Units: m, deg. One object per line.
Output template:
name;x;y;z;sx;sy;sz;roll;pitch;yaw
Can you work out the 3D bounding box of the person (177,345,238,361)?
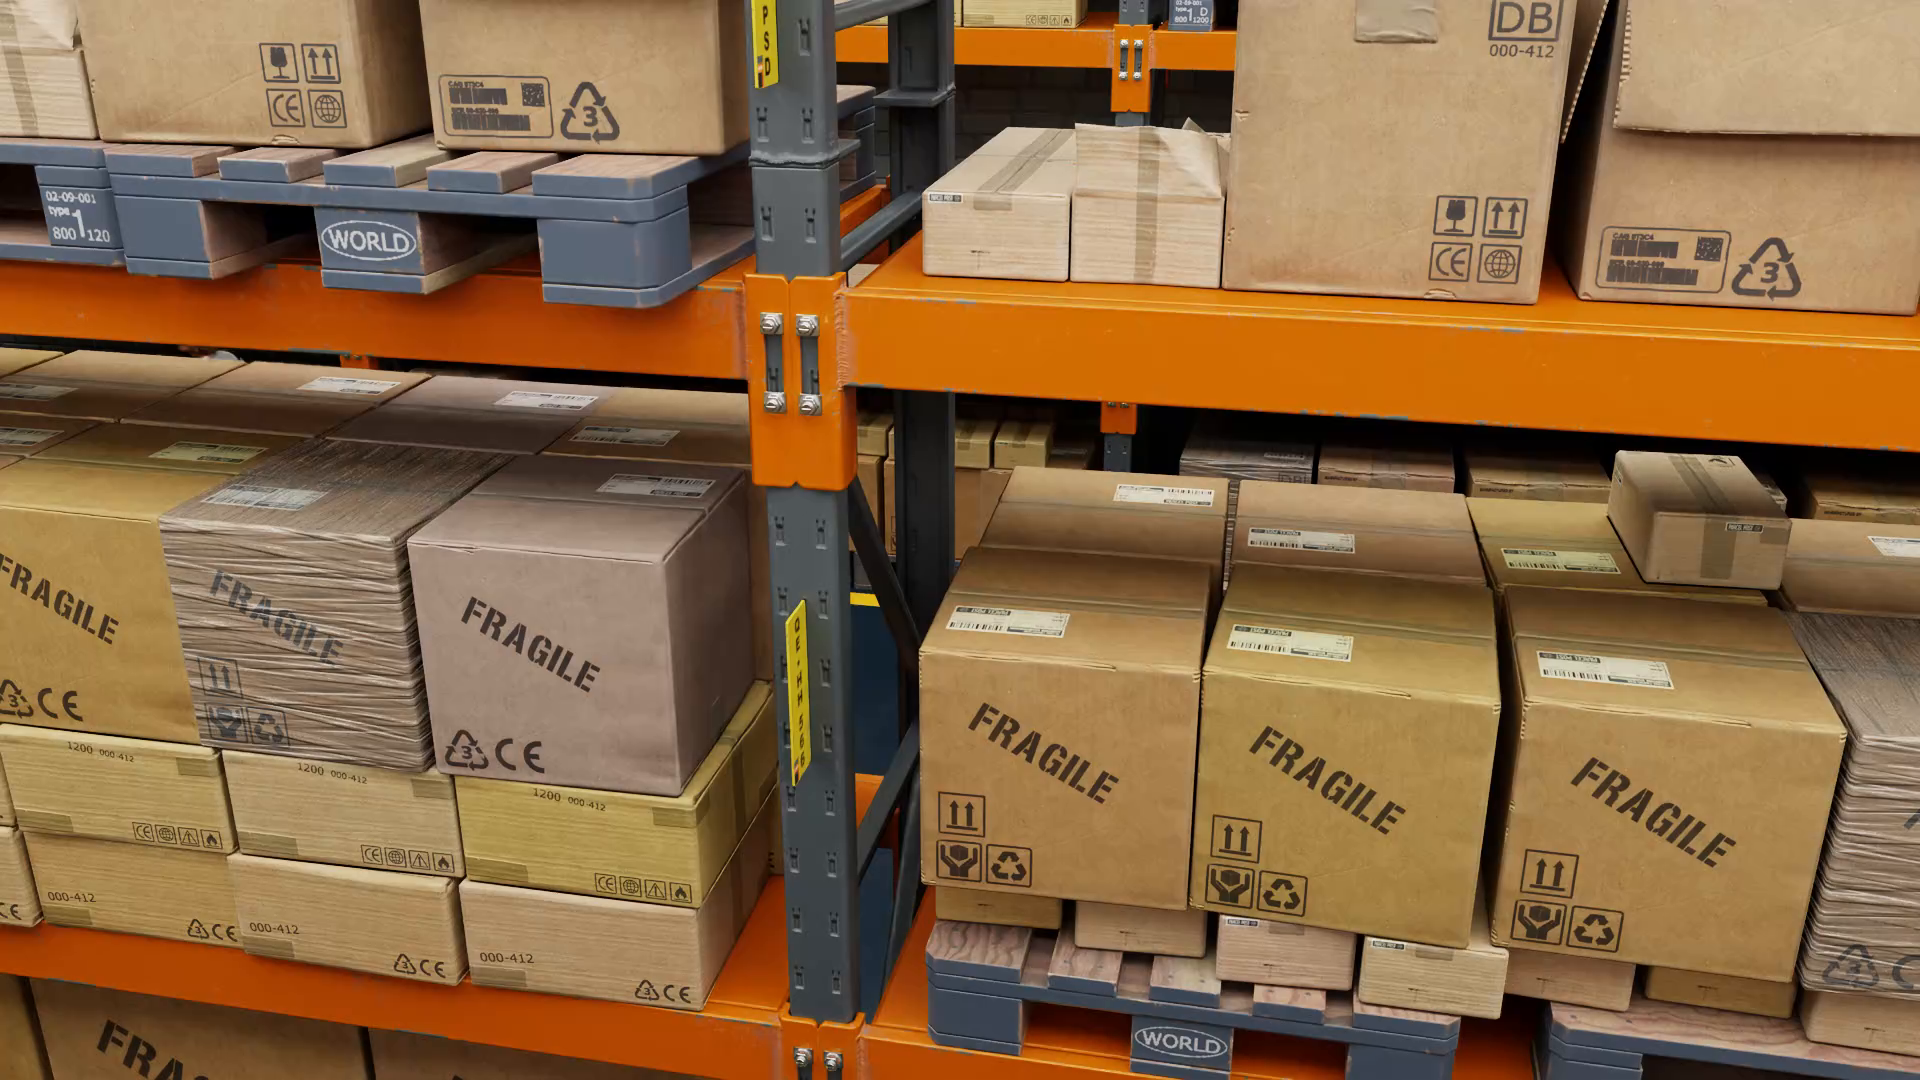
person;-3.575;-0.319;7.929;0.728;1.602;0.408;5;22;11
